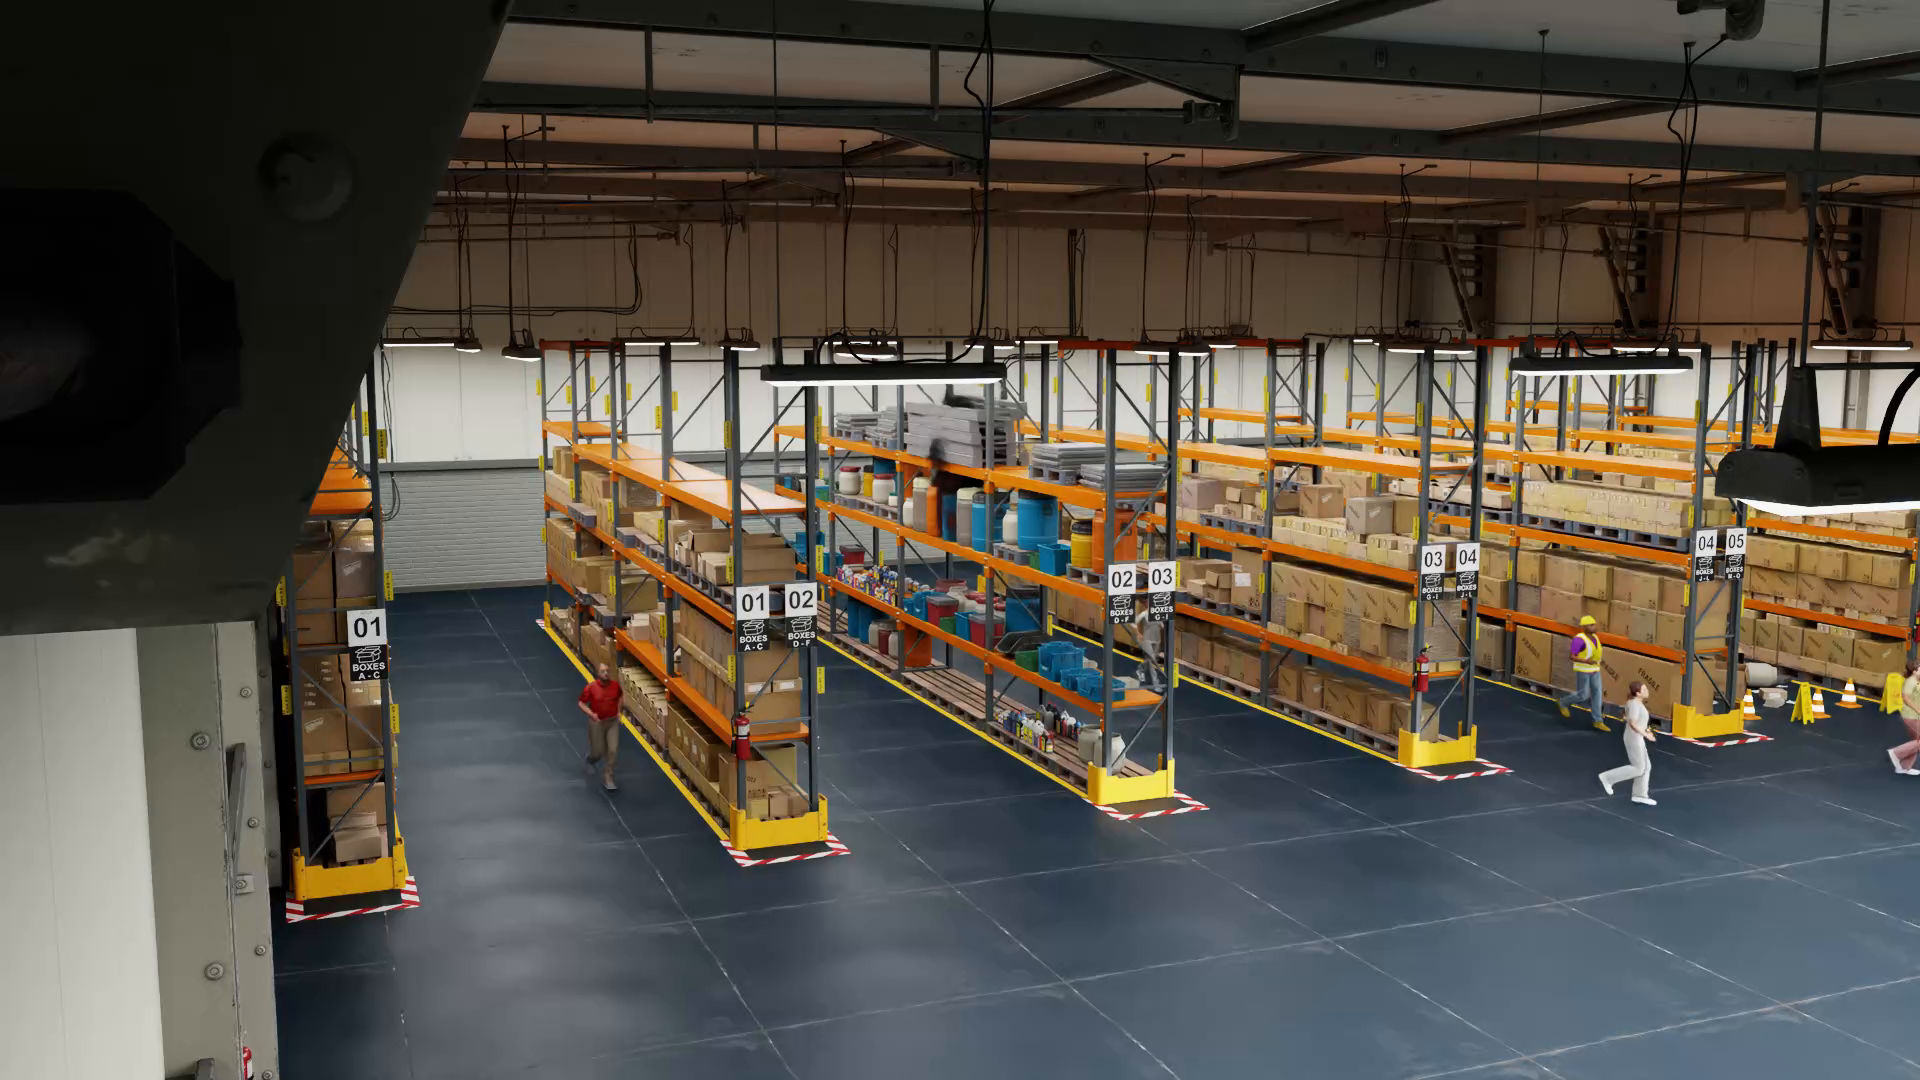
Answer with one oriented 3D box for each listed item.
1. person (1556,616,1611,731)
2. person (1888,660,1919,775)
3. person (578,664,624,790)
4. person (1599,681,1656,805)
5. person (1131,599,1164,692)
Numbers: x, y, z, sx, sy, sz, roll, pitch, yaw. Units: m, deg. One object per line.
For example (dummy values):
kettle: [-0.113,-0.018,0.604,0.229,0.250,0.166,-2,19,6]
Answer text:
person: [9.827,2.063,26.091,0.700,1.762,0.957,-4,9,-30]
person: [13.381,2.490,23.380,0.525,1.624,0.559,3,8,23]
person: [-4.896,2.526,22.827,0.660,1.699,0.772,-5,9,-32]
person: [8.887,2.672,22.058,0.724,1.654,0.572,2,8,18]
person: [3.297,1.780,28.807,0.536,1.586,0.893,-4,9,-30]
